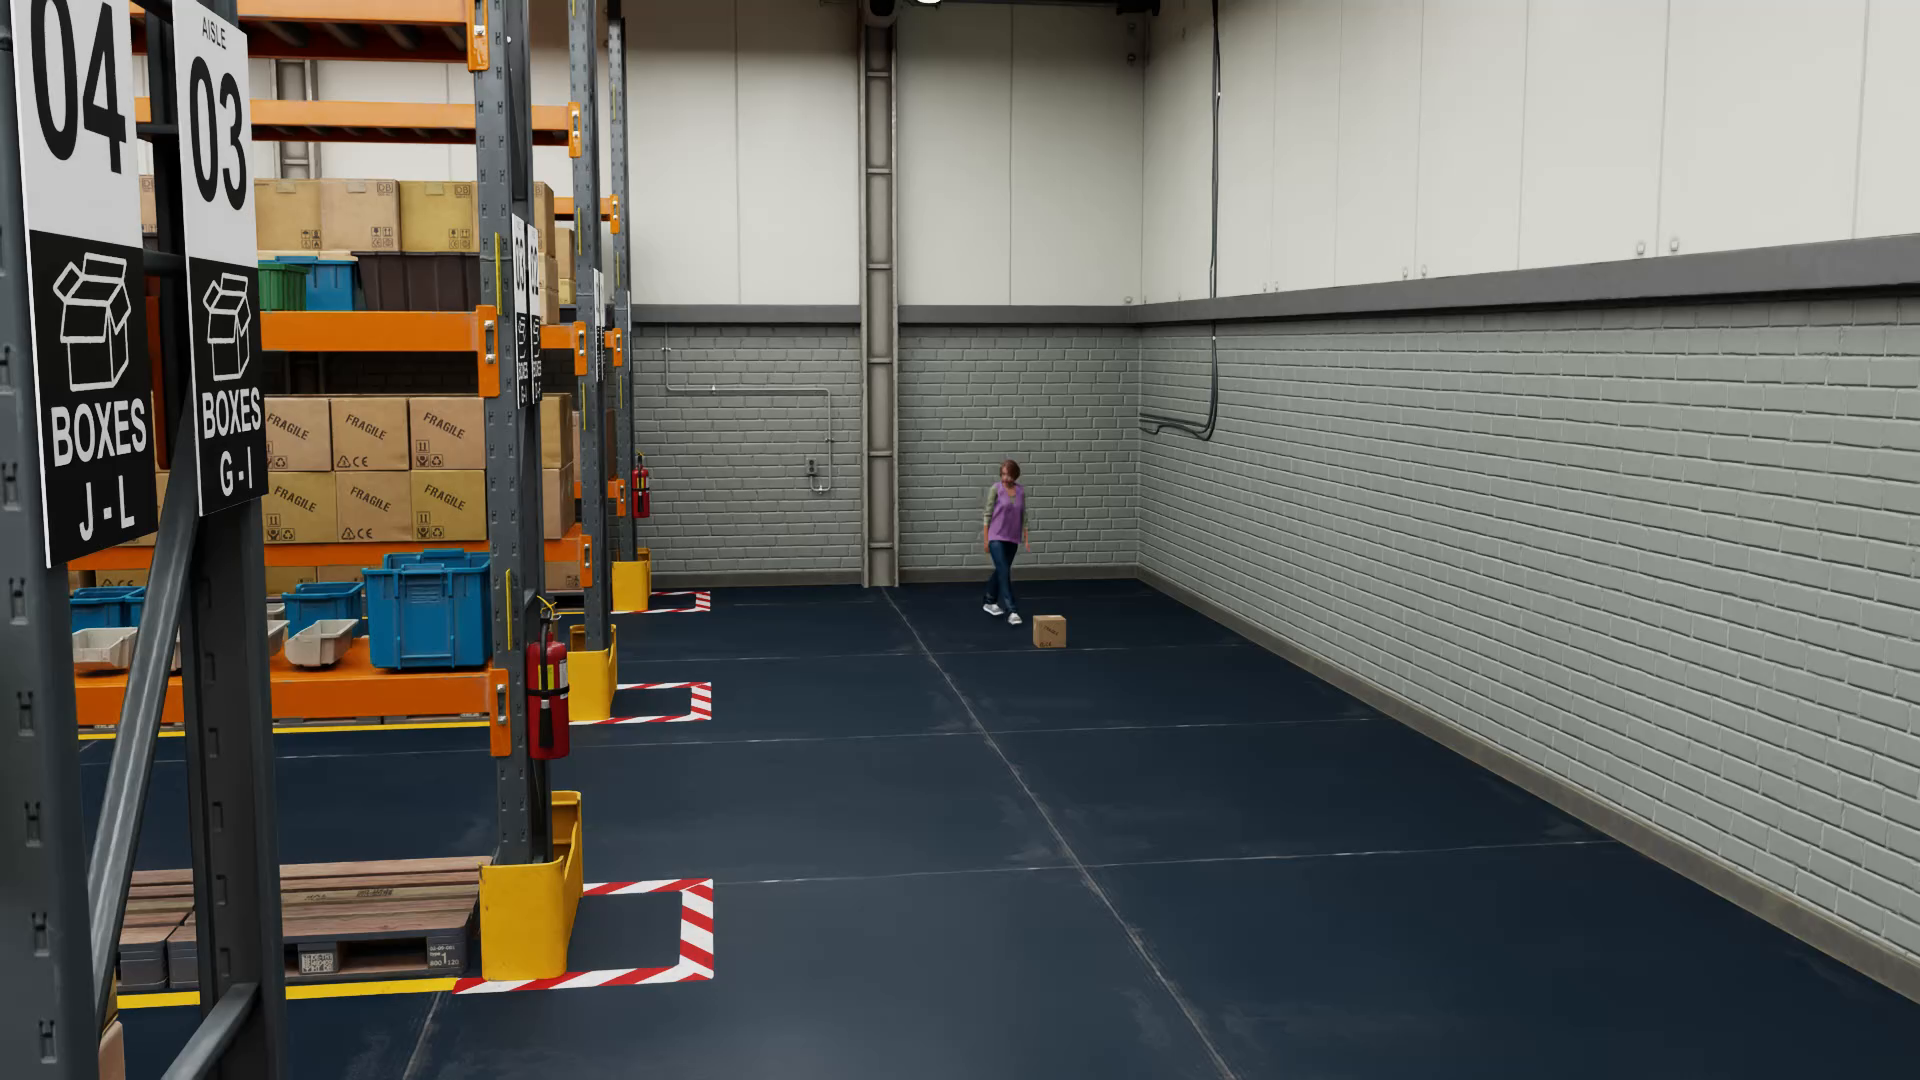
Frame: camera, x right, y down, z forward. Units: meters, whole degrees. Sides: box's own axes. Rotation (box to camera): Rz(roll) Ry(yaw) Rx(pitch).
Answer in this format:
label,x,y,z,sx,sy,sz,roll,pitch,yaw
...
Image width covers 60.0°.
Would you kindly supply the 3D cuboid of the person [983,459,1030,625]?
label,x,y,z,sx,sy,sz,roll,pitch,yaw
person,0.449,0.003,15.946,0.425,1.531,0.897,-4,8,-30
